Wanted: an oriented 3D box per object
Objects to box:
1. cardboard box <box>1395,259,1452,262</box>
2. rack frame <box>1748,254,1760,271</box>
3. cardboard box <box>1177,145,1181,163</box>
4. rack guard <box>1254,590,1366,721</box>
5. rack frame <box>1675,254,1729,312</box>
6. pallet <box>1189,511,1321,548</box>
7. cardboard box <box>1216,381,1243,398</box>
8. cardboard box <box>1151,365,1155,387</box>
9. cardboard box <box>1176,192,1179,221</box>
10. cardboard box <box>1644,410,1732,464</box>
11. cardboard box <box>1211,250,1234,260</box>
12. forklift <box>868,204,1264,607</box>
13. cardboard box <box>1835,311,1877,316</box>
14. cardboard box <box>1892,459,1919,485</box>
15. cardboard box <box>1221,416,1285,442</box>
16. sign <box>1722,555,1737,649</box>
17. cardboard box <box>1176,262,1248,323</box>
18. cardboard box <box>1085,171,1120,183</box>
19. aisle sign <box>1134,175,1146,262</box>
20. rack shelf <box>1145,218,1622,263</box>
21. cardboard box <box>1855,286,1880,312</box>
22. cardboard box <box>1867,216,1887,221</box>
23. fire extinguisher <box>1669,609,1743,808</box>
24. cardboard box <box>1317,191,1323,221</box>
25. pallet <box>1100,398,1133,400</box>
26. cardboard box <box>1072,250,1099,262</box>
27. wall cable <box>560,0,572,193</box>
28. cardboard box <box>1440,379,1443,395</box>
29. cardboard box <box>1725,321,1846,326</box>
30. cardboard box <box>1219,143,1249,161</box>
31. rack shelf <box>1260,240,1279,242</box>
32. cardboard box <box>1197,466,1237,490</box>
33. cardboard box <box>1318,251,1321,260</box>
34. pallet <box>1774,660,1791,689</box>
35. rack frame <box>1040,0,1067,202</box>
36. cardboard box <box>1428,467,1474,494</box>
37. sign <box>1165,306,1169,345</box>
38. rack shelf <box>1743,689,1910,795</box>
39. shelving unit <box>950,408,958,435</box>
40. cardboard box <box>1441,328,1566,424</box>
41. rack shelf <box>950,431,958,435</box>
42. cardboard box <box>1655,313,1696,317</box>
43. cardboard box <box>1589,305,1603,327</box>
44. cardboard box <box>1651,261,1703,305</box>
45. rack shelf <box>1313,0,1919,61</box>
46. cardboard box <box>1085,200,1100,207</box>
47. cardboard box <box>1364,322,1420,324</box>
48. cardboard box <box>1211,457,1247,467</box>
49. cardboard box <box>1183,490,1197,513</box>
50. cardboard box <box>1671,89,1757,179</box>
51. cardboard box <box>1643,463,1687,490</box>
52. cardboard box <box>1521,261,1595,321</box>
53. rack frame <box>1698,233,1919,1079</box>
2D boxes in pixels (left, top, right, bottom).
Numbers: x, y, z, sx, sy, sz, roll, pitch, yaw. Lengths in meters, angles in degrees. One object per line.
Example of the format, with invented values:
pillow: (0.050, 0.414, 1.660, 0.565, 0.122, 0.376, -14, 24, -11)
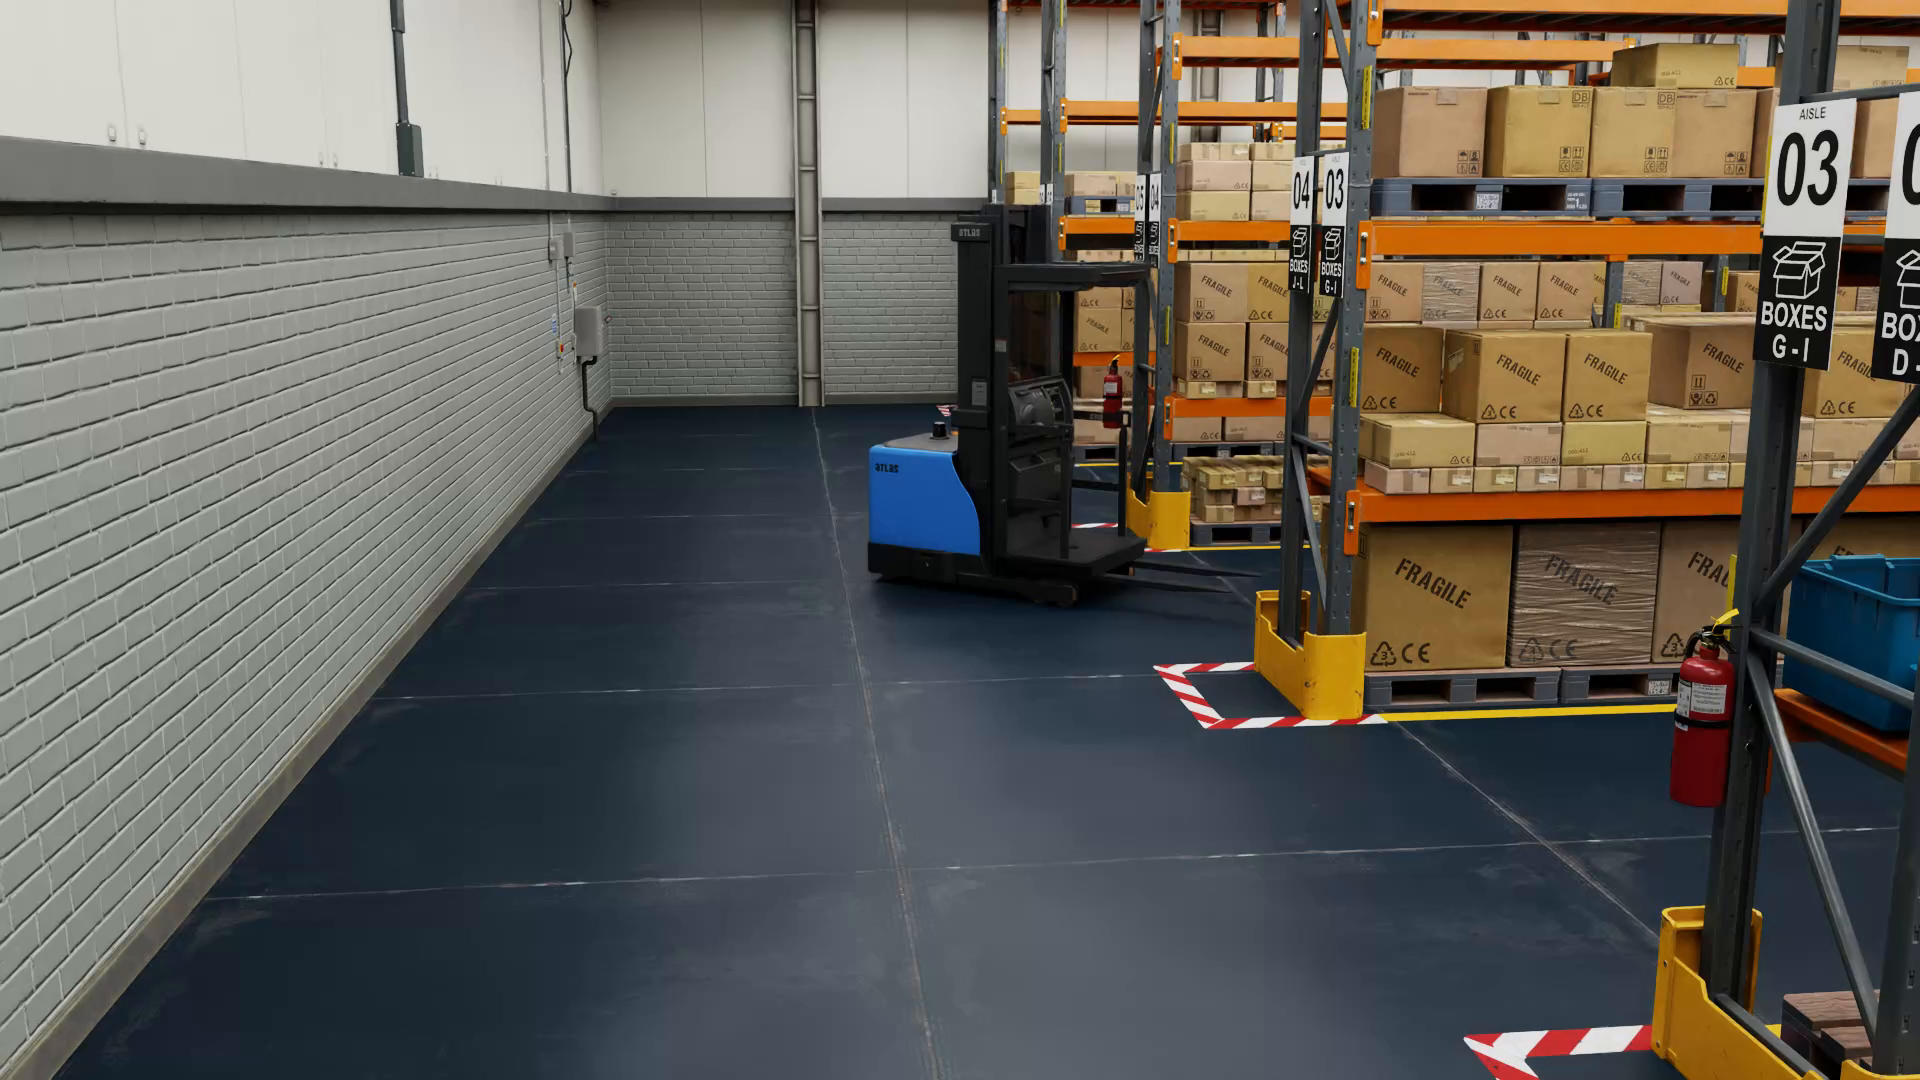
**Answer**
cardboard box: (4.182, -2.288, 15.108, 0.500, 0.500, 0.500, -1, 11, -5)
rack frame: (12.453, -3.649, 25.654, 0.127, 3.000, 1.000, -1, 11, -6)
cardboard box: (1.997, -3.403, 14.683, 0.250, 0.149, 0.380, -1, 11, -7)
rack guard: (2.110, 0.680, 10.112, 0.348, 0.500, 1.175, -1, 11, -6)
rack frame: (9.017, -2.614, 20.388, 0.127, 3.000, 1.000, -1, 11, -6)
pallet: (2.585, -0.144, 15.051, 1.213, 0.211, 1.003, -1, 11, -6)
cardboard box: (2.304, -1.334, 14.529, 0.250, 0.149, 0.380, -1, 11, -4)
cardboard box: (3.028, -2.405, 24.718, 0.500, 0.500, 0.700, -2, 11, -8)
cardboard box: (2.122, -2.959, 14.754, 0.500, 0.250, 0.500, -1, 11, -7)
cardboard box: (4.174, -0.611, 9.818, 0.500, 0.250, 0.500, -1, 11, -7)
cardboard box: (2.992, -3.284, 19.262, 0.250, 0.149, 0.380, -1, 11, -7)
forklift: (0.797, -1.056, 12.640, 3.031, 2.935, 1.130, 7, 13, 30)
cardboard box: (8.397, -2.053, 15.556, 0.250, 0.149, 0.380, -2, 11, -8)
cardboard box: (5.586, -0.432, 9.942, 0.250, 0.149, 0.380, -1, 11, -5)
cardboard box: (3.514, -1.468, 20.114, 0.875, 0.438, 0.875, -2, 11, -8)
sign: (2.593, 0.218, 5.561, 0.005, 0.325, 0.100, -1, 11, -6)
cardboard box: (2.173, -2.144, 14.376, 0.500, 0.500, 0.500, -1, 11, -6)
cardboard box: (1.997, -5.170, 23.934, 0.500, 0.250, 0.500, -1, 11, -7)
aisle sign: (1.593, -2.832, 14.757, 0.004, 0.787, 0.394, -1, 11, -6)
rack shelf: (3.687, -2.661, 14.714, 4.000, 0.370, 1.077, -1, 11, -6)
cardboard box: (11.031, -3.013, 20.301, 0.500, 0.500, 0.500, -2, 11, -8)
cardboard box: (8.118, -3.104, 14.848, 0.500, 0.500, 0.500, -1, 11, -6)
fire extinguisher: (2.469, 0.540, 5.513, 0.183, 0.674, 0.296, -1, 11, -6)
cardboard box: (3.207, -2.882, 14.364, 0.500, 0.250, 0.500, -2, 11, -8)
pallet: (2.602, -2.074, 24.871, 1.213, 0.211, 1.003, -1, 11, -6)
cardboard box: (1.446, -3.260, 19.139, 0.250, 0.149, 0.380, -1, 11, -5)
wall cable: (-4.903, -5.916, 21.536, 0.133, 3.039, 2.988, -1, 11, -6)
cardboard box: (4.115, -1.382, 14.772, 0.250, 0.149, 0.380, -1, 11, -7)
cardboard box: (5.116, -1.101, 10.365, 0.500, 0.500, 0.500, -1, 11, -6)
cardboard box: (2.300, -3.304, 14.183, 0.250, 0.149, 0.380, -1, 11, -4)
rack shelf: (6.489, -4.643, 24.798, 4.000, 0.370, 1.077, -1, 11, -6)
cardboard box: (2.256, -0.545, 14.624, 0.250, 0.149, 0.380, -2, 11, -9)
cardboard box: (4.245, -3.333, 19.514, 0.250, 0.149, 0.380, -1, 11, -6)
pallet: (5.346, 0.739, 10.562, 1.213, 0.211, 1.003, -1, 11, -6)
rack frame: (1.063, -5.391, 18.962, 0.127, 3.000, 1.000, -1, 11, -6)
cardboard box: (2.777, -0.373, 9.642, 0.250, 0.149, 0.380, -1, 11, -7)
sign: (1.757, -1.821, 14.110, 0.005, 0.325, 0.100, -1, 11, -6)
rack shelf: (4.657, 0.714, 5.323, 4.000, 0.370, 1.077, -1, 11, -6)
shelving unit: (0.014, -0.589, 14.754, 0.189, 1.200, 0.258, -1, 11, -6)
cardboard box: (3.137, -0.956, 9.627, 0.500, 0.500, 0.500, -1, 11, -7)
rack shelf: (0.014, -0.899, 14.693, 0.180, 0.103, 0.258, -1, 11, -6)
cardboard box: (6.577, -2.015, 15.360, 0.250, 0.149, 0.380, -2, 11, -8)
cardboard box: (7.546, -2.701, 19.923, 0.500, 0.250, 0.500, -1, 11, -8)
cardboard box: (8.531, -3.093, 19.972, 0.500, 0.500, 0.500, -2, 11, -8)
rack shelf: (4.122, -2.983, 9.615, 4.000, 0.370, 1.077, -1, 11, -6)
cardboard box: (2.007, -4.923, 23.975, 0.500, 0.250, 0.500, -2, 11, -8)
cardboard box: (3.698, -1.687, 14.643, 0.500, 0.500, 0.500, -1, 11, -8)
cardboard box: (2.453, -0.653, 15.173, 0.250, 0.149, 0.380, -1, 11, -5)
cardboard box: (2.199, -0.358, 15.216, 0.250, 0.149, 0.380, -1, 11, -5)
cardboard box: (4.269, -2.384, 9.837, 0.500, 0.500, 0.700, -1, 11, -4)
cardboard box: (4.051, -0.400, 9.778, 0.250, 0.149, 0.380, -1, 11, -8)
cardboard box: (5.237, -2.207, 14.698, 0.500, 0.500, 0.500, -2, 11, -8)
rack frame: (2.668, 0.403, 5.042, 0.127, 3.000, 1.000, -1, 11, -6)
